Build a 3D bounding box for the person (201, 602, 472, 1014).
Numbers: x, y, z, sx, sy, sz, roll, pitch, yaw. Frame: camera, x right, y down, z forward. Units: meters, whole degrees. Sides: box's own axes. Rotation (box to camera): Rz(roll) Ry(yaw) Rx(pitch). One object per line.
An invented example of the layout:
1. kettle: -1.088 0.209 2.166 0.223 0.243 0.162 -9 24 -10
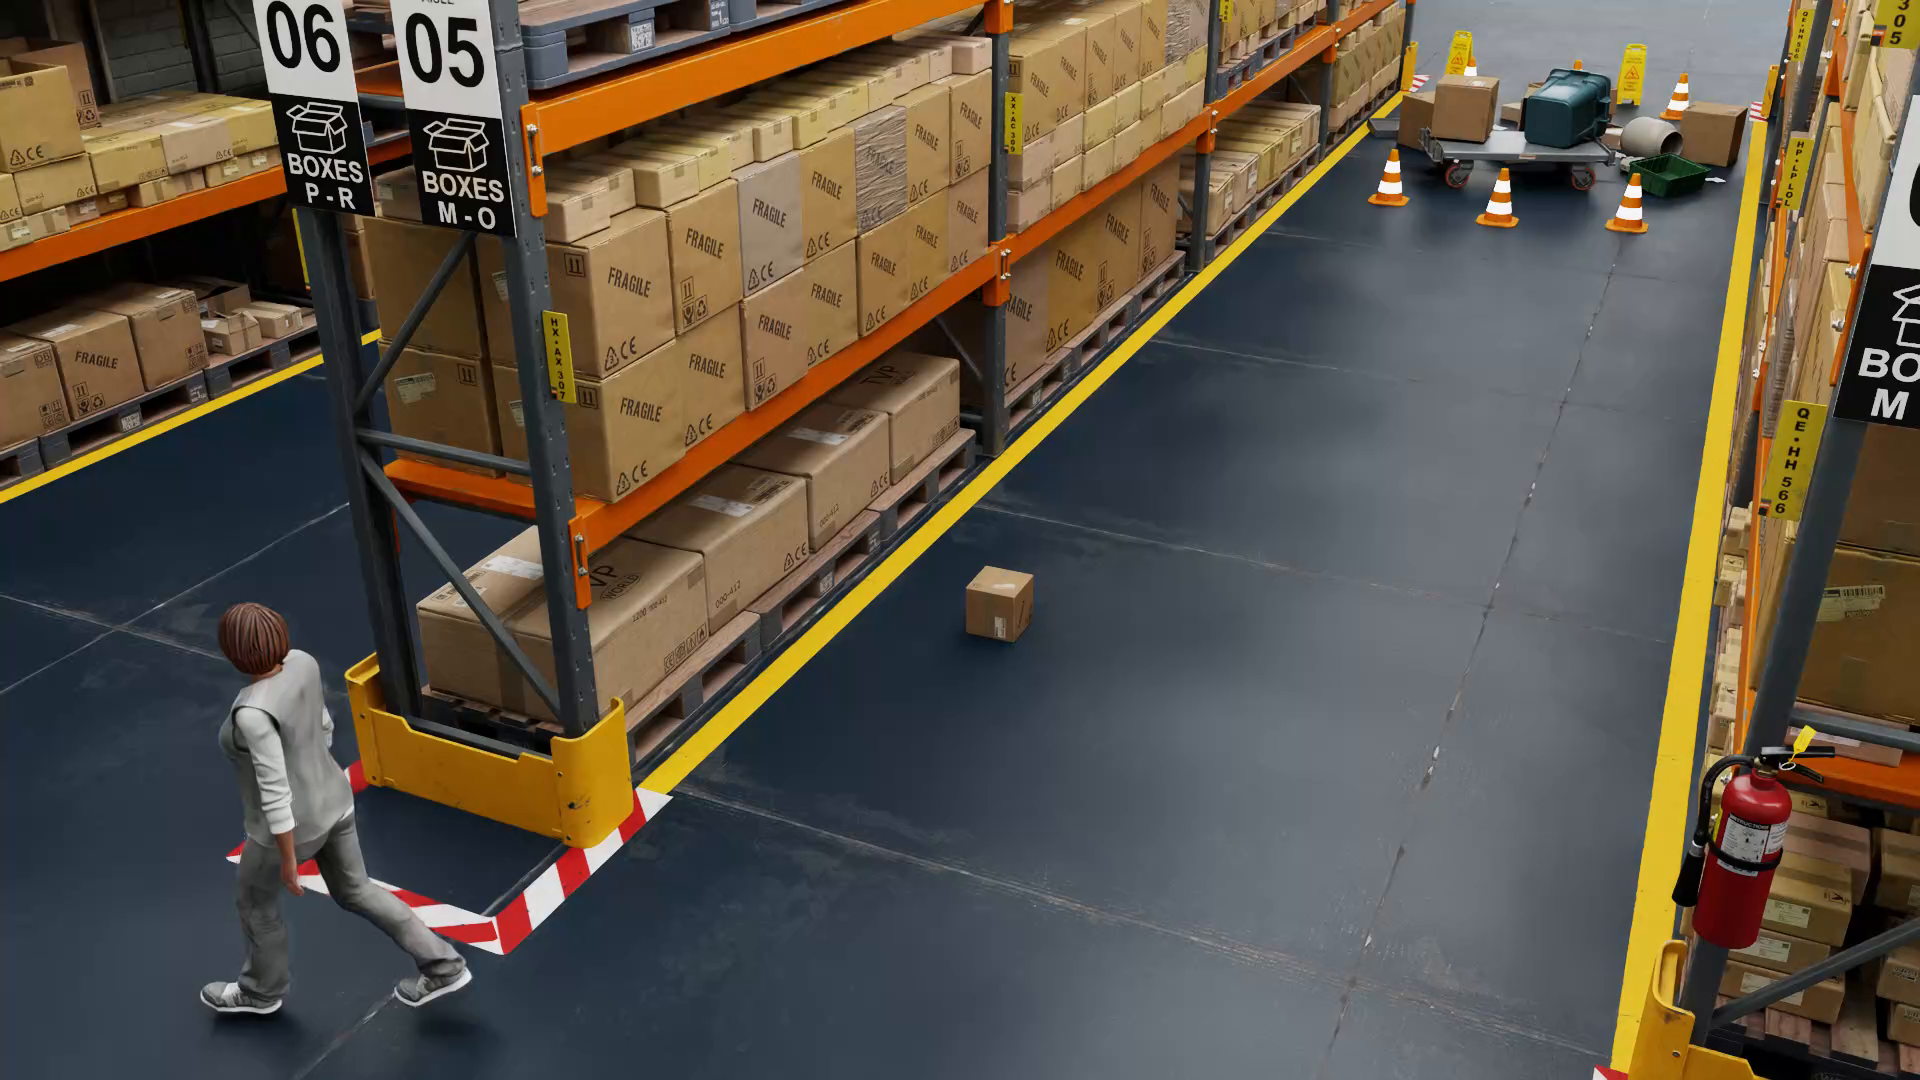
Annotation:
1. person: -2.104 0.889 5.344 0.920 1.536 0.450 5 27 10
